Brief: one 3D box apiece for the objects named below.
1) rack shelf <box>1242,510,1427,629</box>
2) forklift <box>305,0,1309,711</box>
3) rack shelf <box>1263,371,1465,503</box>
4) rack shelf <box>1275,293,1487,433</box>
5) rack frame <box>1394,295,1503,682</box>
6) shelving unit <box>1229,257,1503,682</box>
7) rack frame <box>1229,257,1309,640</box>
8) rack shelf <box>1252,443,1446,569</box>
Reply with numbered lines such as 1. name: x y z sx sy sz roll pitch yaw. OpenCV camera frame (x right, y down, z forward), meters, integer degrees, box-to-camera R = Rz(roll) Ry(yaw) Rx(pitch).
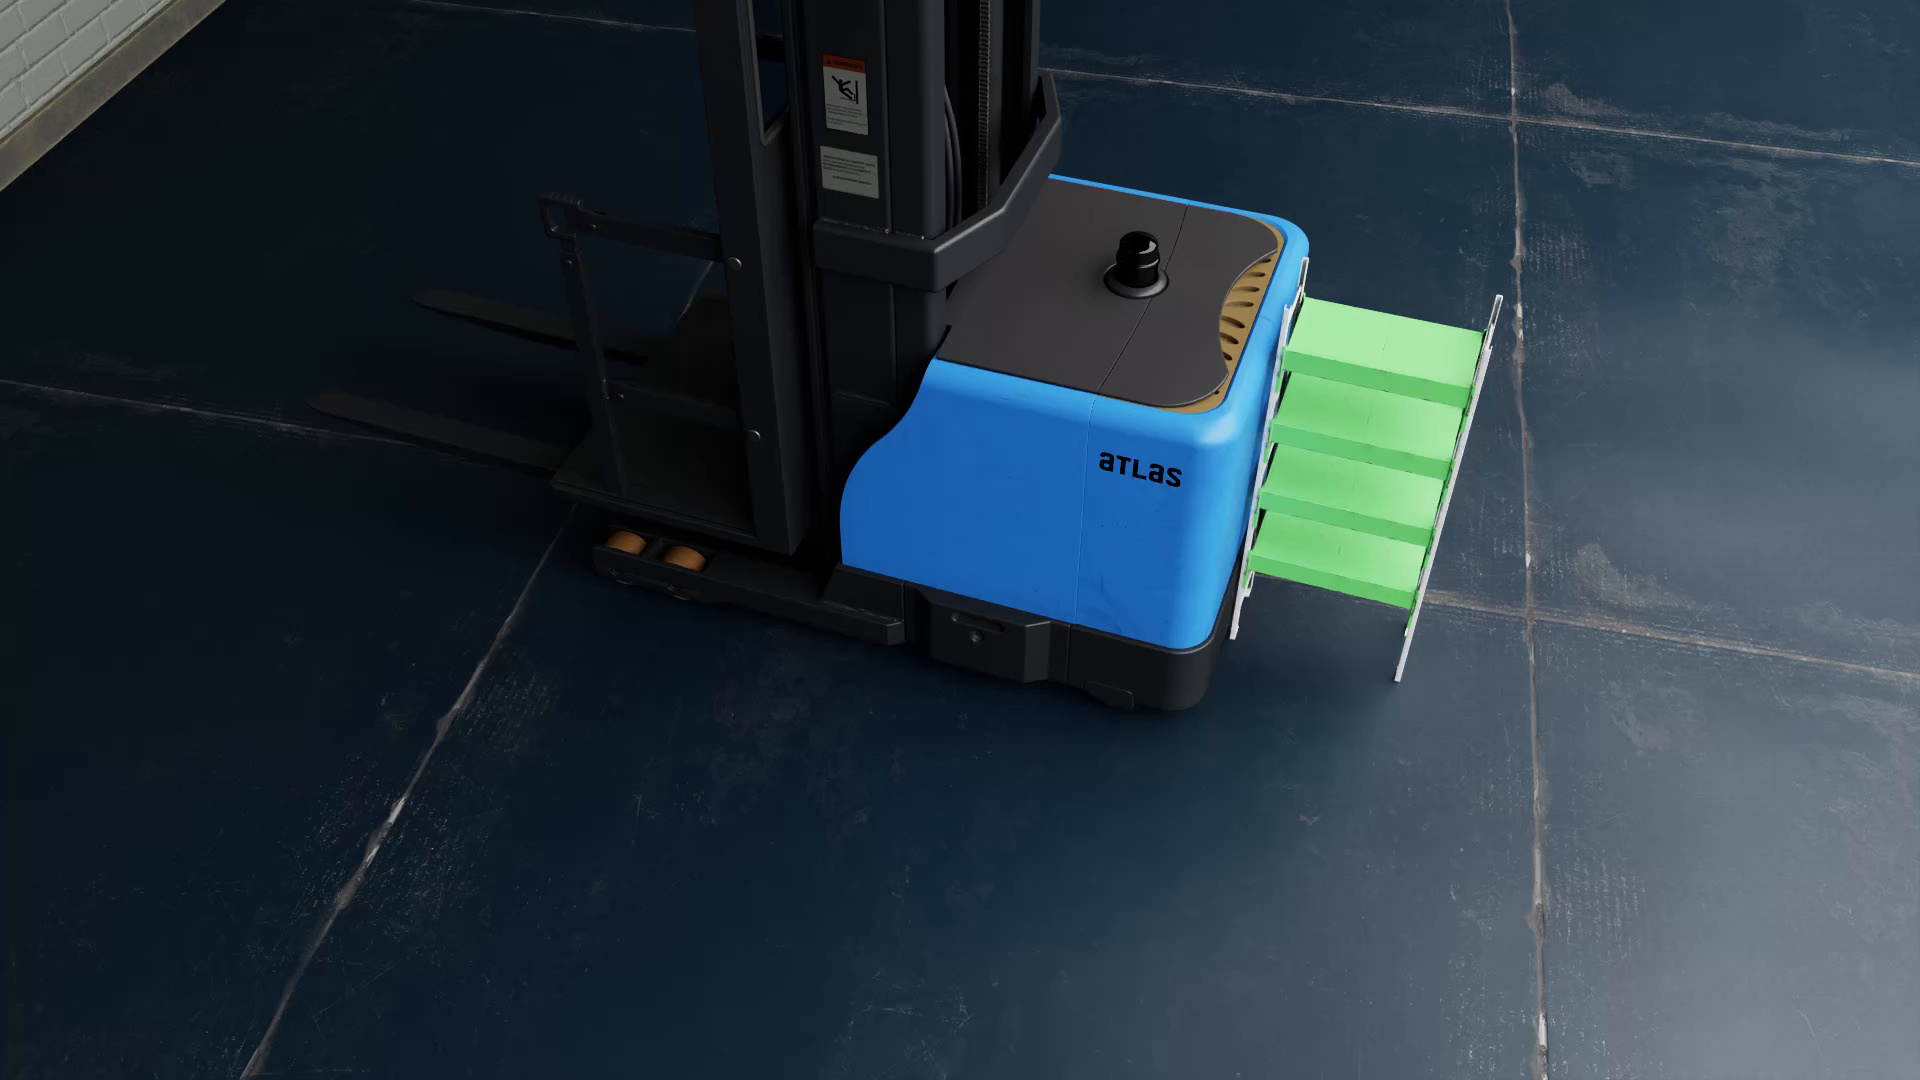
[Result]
1. rack shelf: 1.079 0.061 4.760 0.480 0.148 0.258 14 46 14
2. forklift: -0.589 -1.203 4.386 3.031 2.935 1.130 14 46 14
3. rack shelf: 1.079 -0.285 4.427 0.480 0.148 0.258 14 46 14
4. rack shelf: 1.079 -0.458 4.260 0.480 0.148 0.258 14 46 14
5. rack frame: 1.308 -0.101 4.489 0.015 1.200 0.240 14 46 14
6. shelving unit: 1.079 -0.158 4.549 0.503 1.200 0.258 14 46 14
7. rack frame: 0.849 -0.215 4.608 0.015 1.200 0.240 14 46 14
8. rack shelf: 1.079 -0.112 4.593 0.480 0.148 0.258 14 46 14
